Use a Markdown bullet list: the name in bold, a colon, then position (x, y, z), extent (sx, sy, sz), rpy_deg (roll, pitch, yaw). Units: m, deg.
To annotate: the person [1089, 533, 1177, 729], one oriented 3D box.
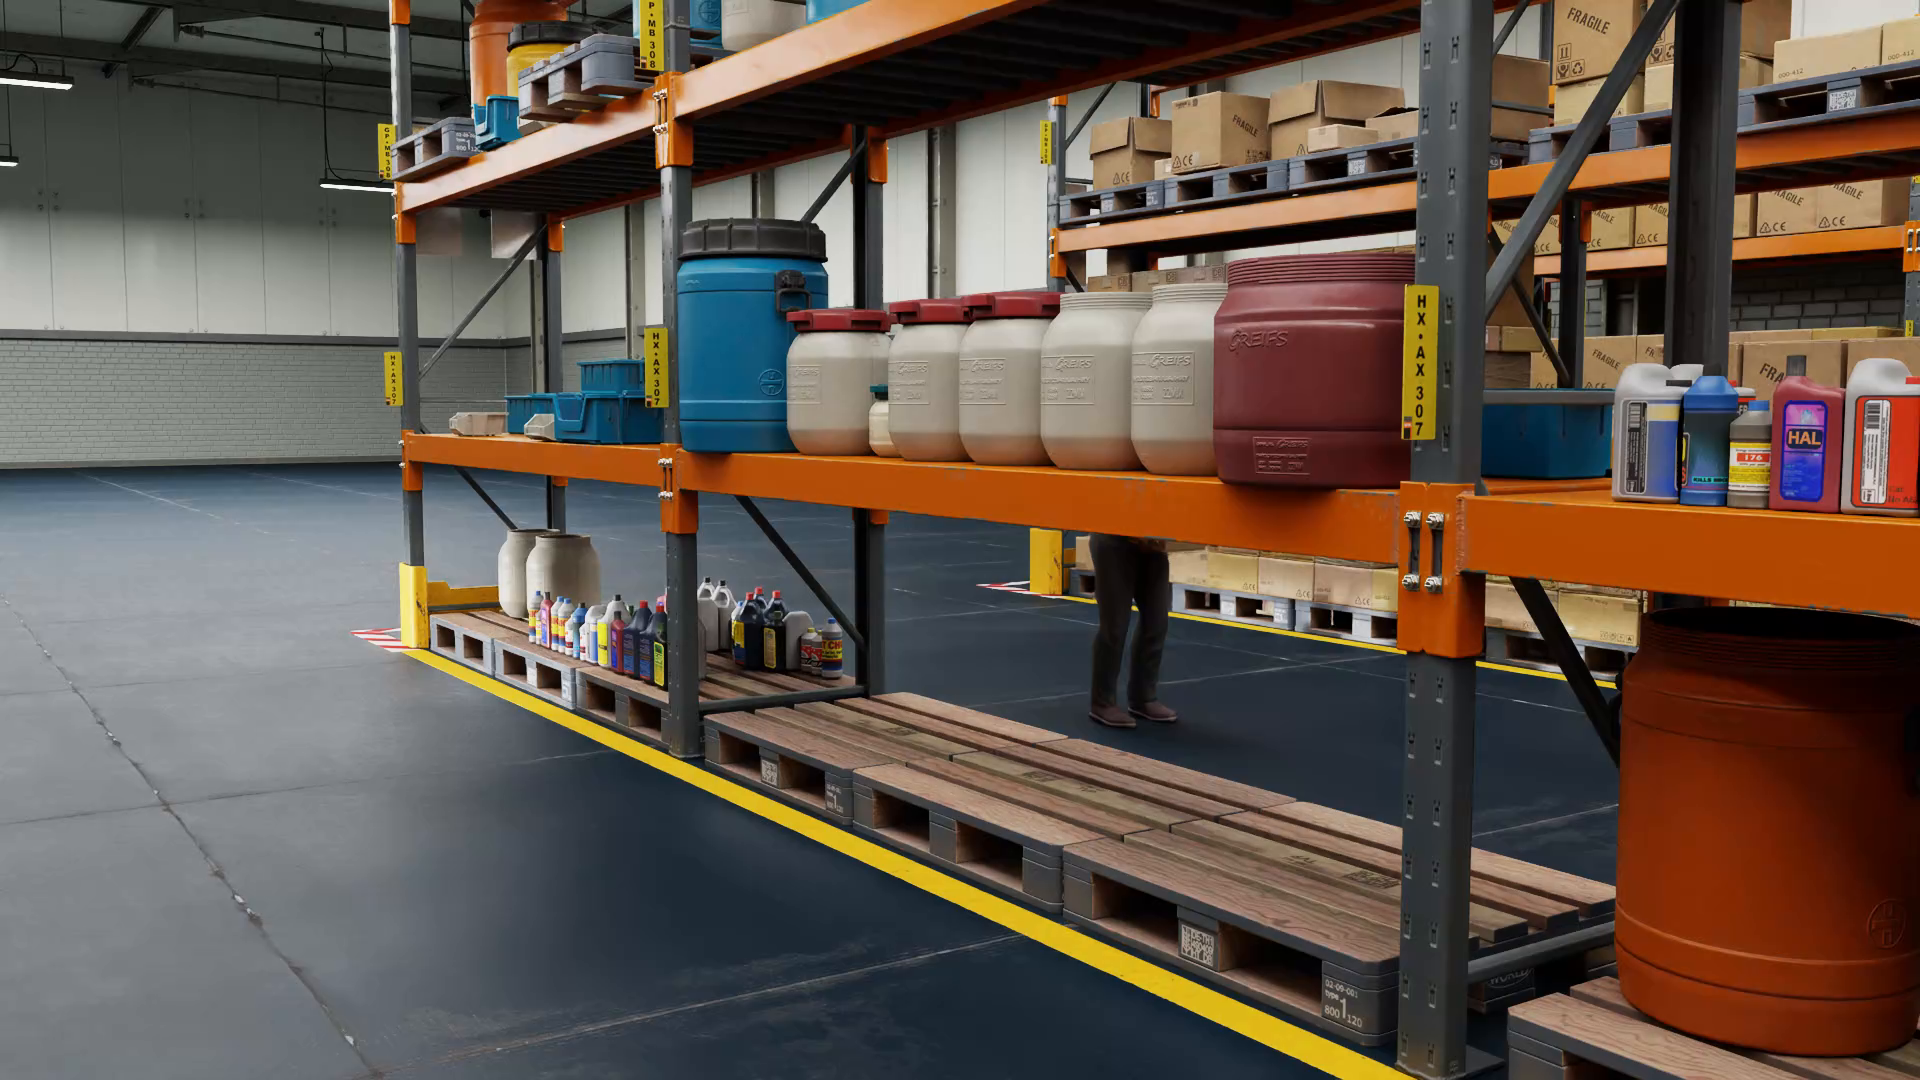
- **person**: position (0.858, 0.038, 7.717), extent (0.435, 1.656, 0.505), rpy_deg (-3, 6, -34)
